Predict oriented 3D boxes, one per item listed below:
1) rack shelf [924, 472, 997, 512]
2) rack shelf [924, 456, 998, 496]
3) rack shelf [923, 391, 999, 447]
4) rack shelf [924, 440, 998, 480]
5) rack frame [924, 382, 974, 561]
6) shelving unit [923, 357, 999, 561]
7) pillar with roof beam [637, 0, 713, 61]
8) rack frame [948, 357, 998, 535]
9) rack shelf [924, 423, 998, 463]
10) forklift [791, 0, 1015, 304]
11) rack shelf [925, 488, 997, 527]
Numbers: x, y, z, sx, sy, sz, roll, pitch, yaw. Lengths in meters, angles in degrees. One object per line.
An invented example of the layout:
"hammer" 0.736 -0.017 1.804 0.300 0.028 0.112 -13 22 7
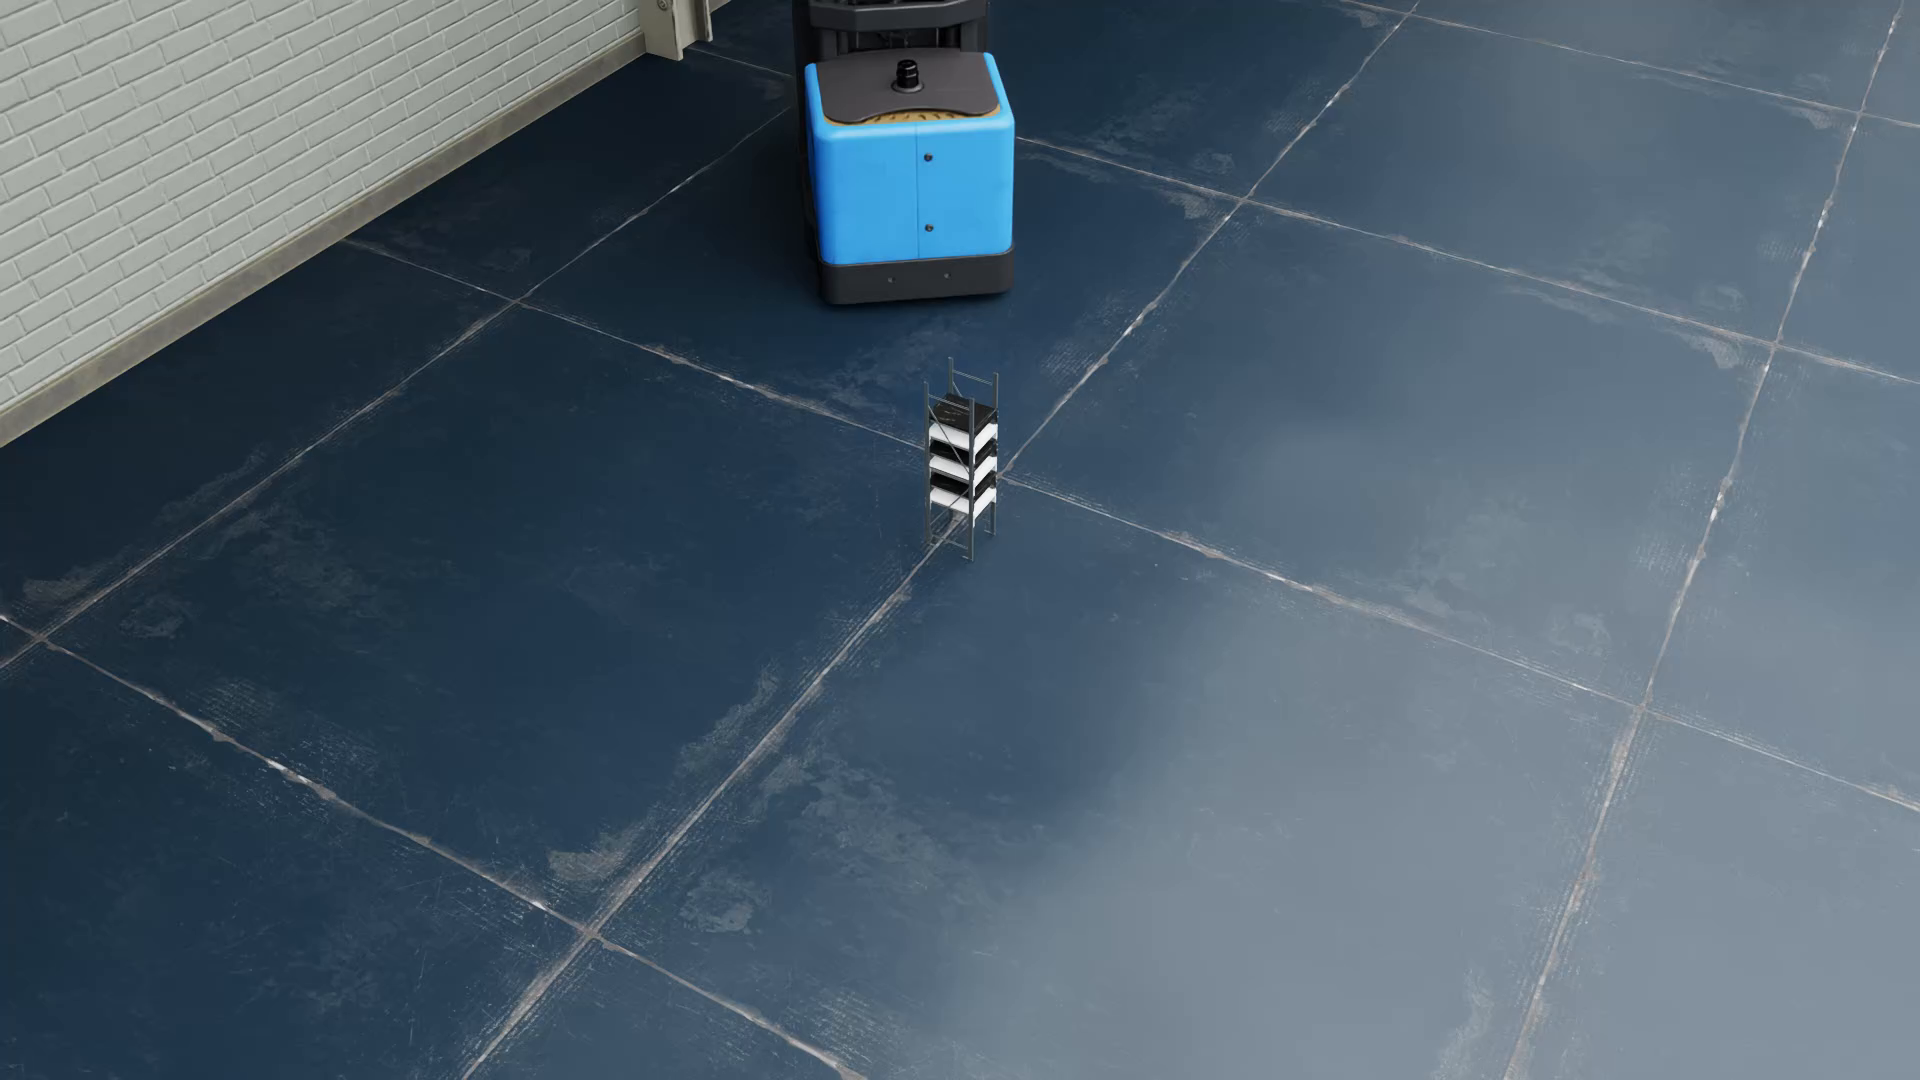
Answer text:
"rack shelf" 0.004 -0.250 7.355 0.258 0.077 0.200 21 45 22
"rack shelf" 0.004 -0.317 7.295 0.258 0.077 0.200 21 45 22
"rack shelf" 0.004 -0.520 7.117 0.258 0.077 0.200 21 45 22
"rack shelf" 0.004 -0.385 7.236 0.258 0.077 0.200 21 45 22
"rack frame" -0.047 -0.284 7.207 0.240 0.900 0.006 21 45 22
"shelving unit" 0.004 -0.342 7.273 0.258 0.900 0.210 21 45 22
"pillar with roof beam" 1.790 -5.358 6.840 9.100 9.000 0.400 21 45 22
"rack frame" 0.055 -0.401 7.339 0.240 0.900 0.006 21 45 22
"rack shelf" 0.004 -0.452 7.176 0.258 0.077 0.200 21 45 22
"forklift" -0.417 -3.334 9.133 1.130 2.935 3.031 -5 42 -6
"rack shelf" 0.004 -0.182 7.414 0.258 0.077 0.200 21 45 22
